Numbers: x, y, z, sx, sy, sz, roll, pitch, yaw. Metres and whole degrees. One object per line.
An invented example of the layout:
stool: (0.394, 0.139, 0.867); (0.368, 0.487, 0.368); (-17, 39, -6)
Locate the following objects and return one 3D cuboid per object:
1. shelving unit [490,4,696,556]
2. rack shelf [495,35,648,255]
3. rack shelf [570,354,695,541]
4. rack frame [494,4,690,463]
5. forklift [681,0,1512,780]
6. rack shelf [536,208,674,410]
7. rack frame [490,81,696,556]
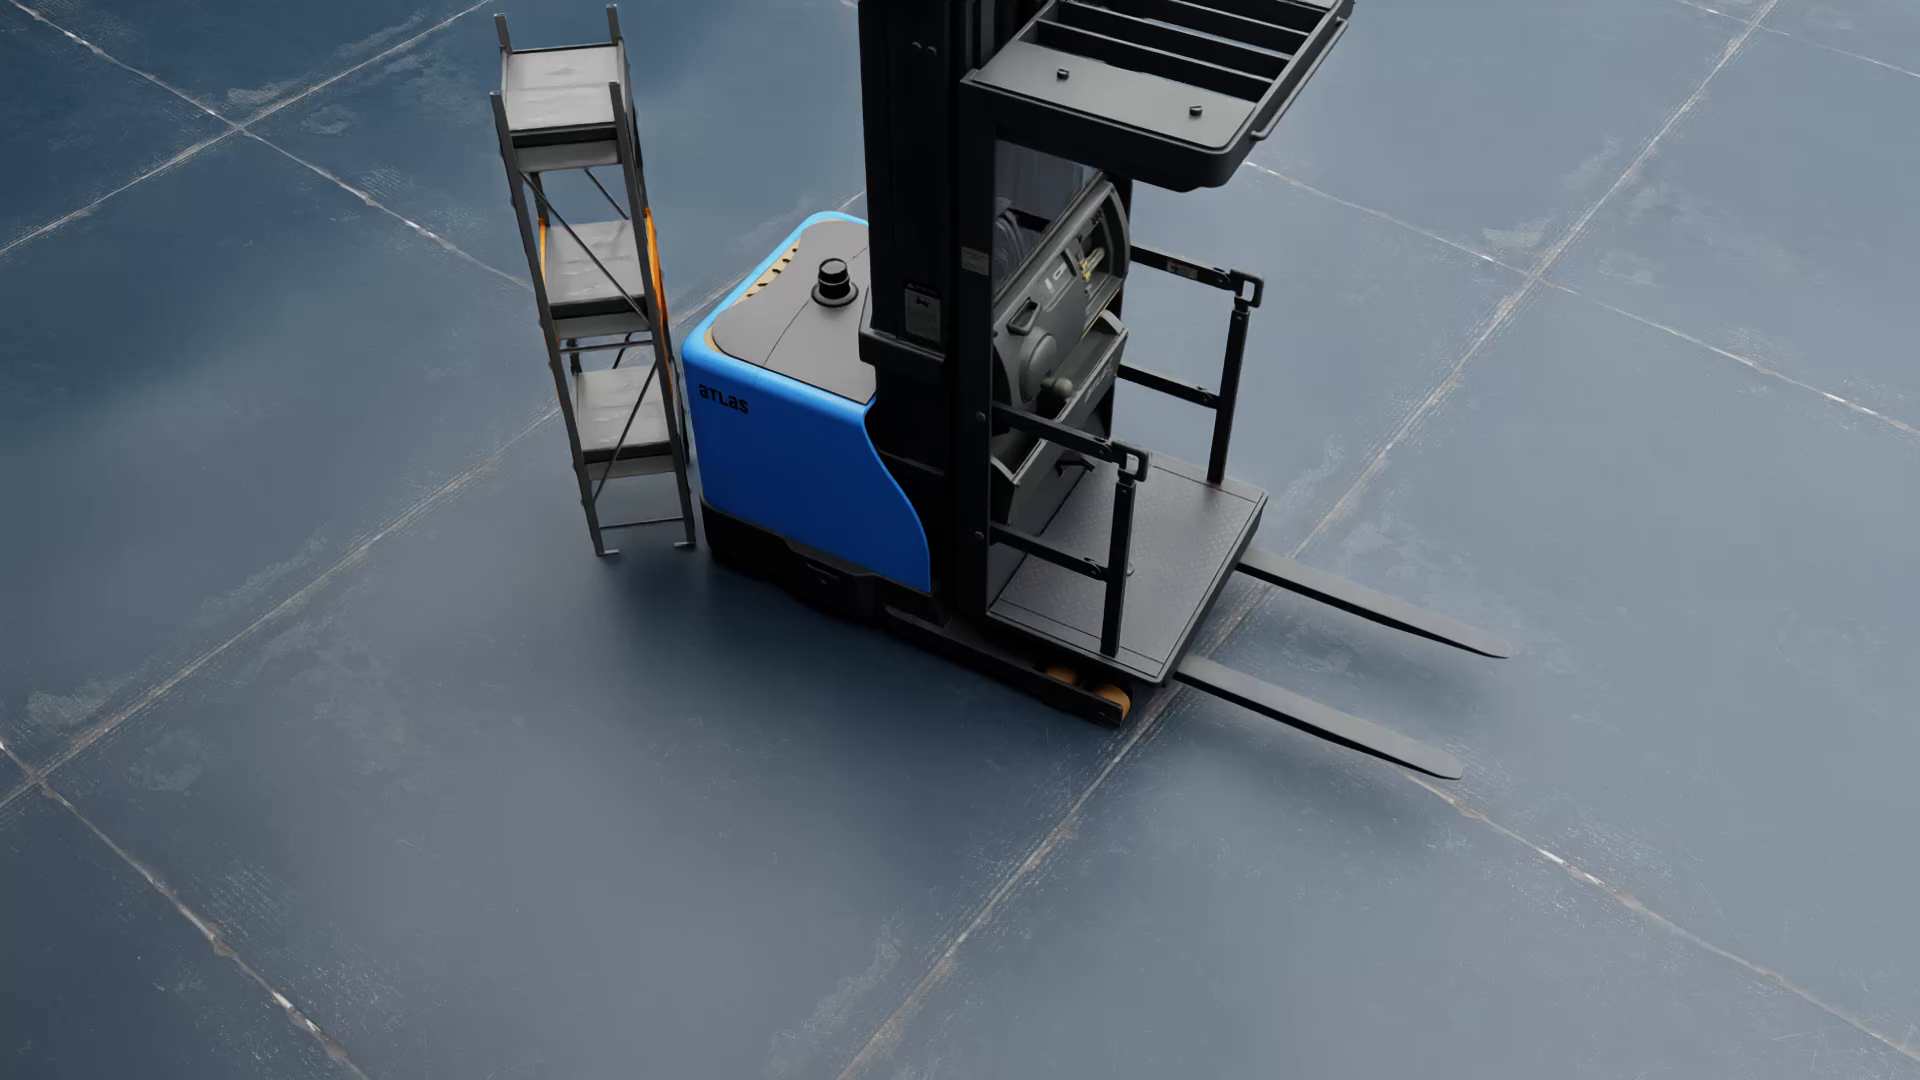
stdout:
shelving unit: (-1.305, -0.862, 6.121); (0.431, 2.100, 0.503); (-7, 47, -6)
rack shelf: (-1.305, -1.336, 5.625); (0.431, 0.518, 0.480); (-7, 47, -6)
rack shelf: (-1.305, -0.369, 6.637); (0.431, 0.518, 0.480); (-7, 47, -6)
rack frame: (-1.344, -1.036, 6.288); (0.400, 2.100, 0.015); (-7, 47, -6)
forklift: (0.526, -0.772, 5.460); (3.031, 2.935, 1.130); (21, 50, 19)
rack shelf: (-1.305, -0.853, 6.131); (0.431, 0.518, 0.480); (-7, 47, -6)
rack frame: (-1.266, -0.688, 5.955); (0.400, 2.100, 0.015); (-7, 47, -6)
